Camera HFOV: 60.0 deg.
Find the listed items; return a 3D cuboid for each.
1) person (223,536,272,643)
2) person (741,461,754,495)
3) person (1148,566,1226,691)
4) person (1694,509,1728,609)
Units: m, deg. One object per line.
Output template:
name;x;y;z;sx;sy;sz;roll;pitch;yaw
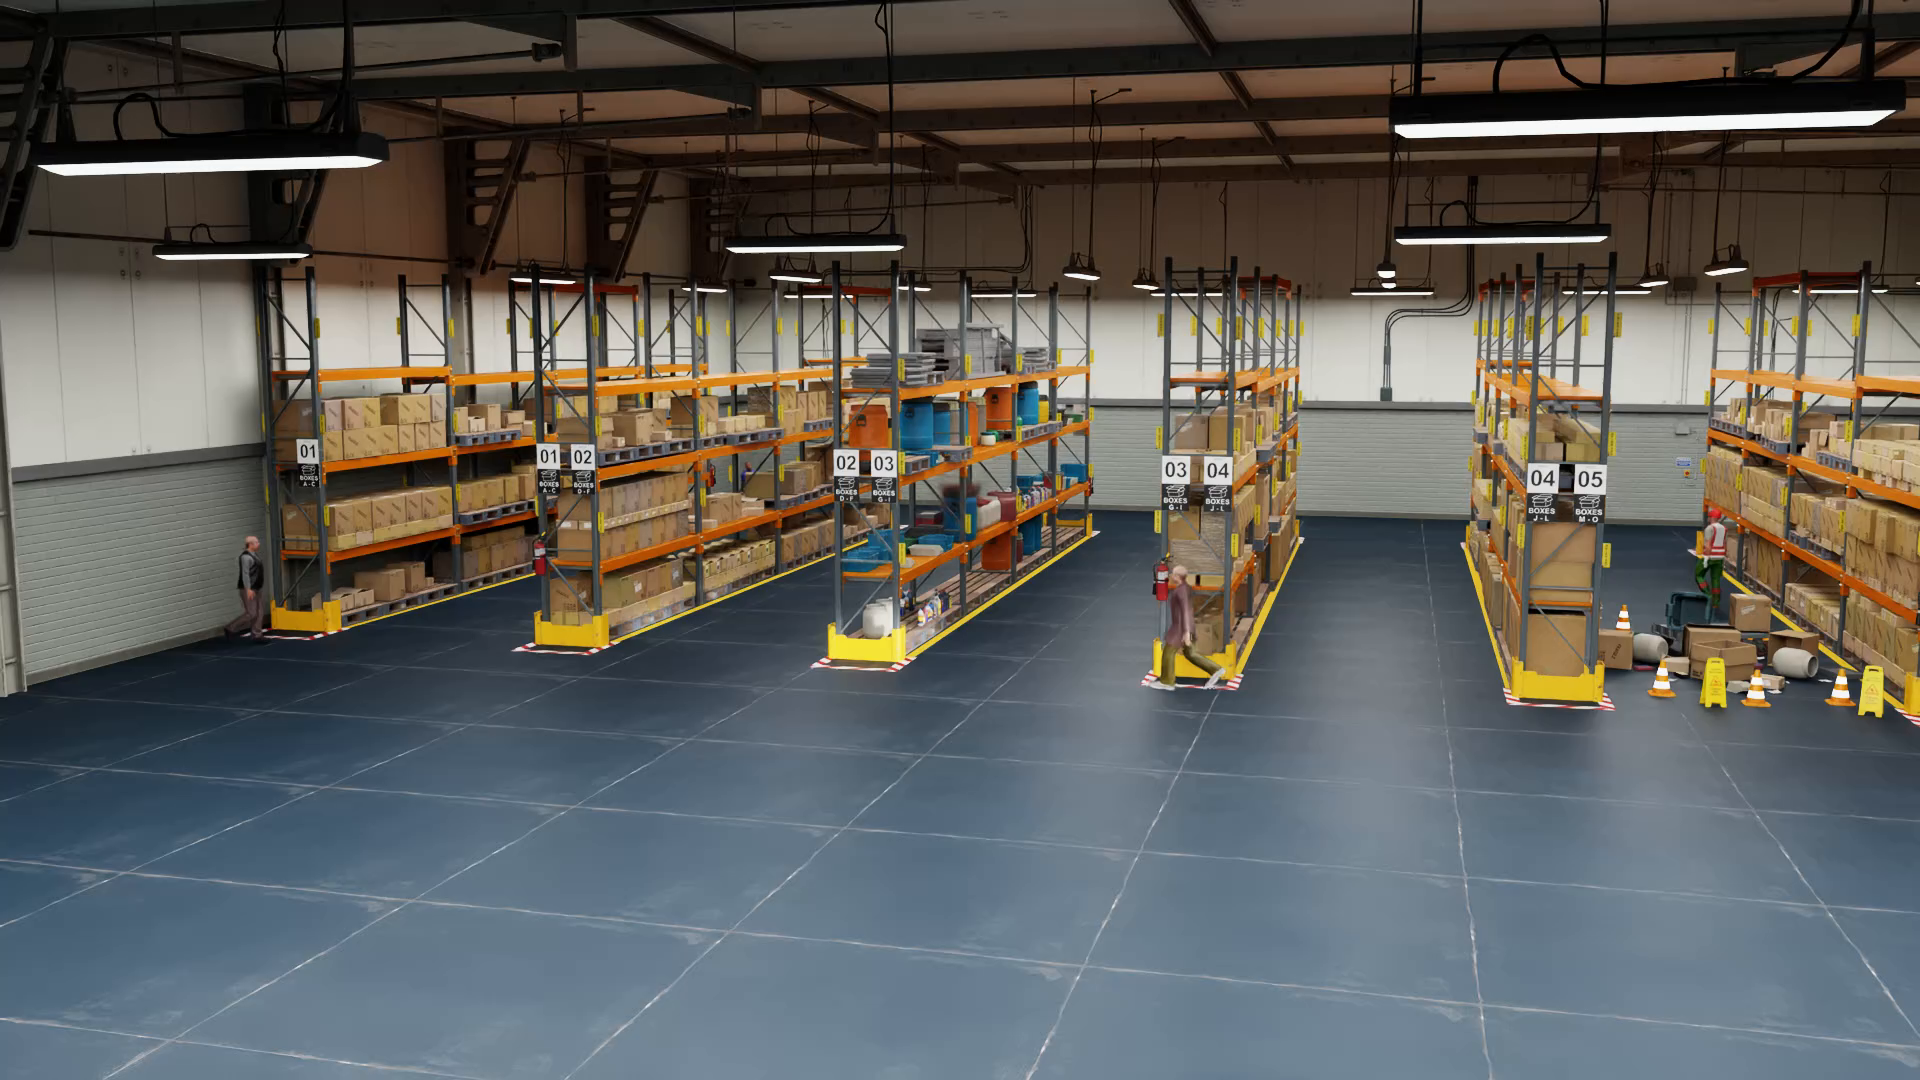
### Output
person;-11.335;0.841;26.402;0.684;1.628;0.553;-1;7;-7
person;-5.368;-1.210;42.552;0.536;1.612;0.953;0;7;-2
person;3.156;1.223;23.000;1.067;1.737;0.651;2;7;13
person;13.506;0.330;29.792;0.535;1.767;0.467;-1;7;-7
